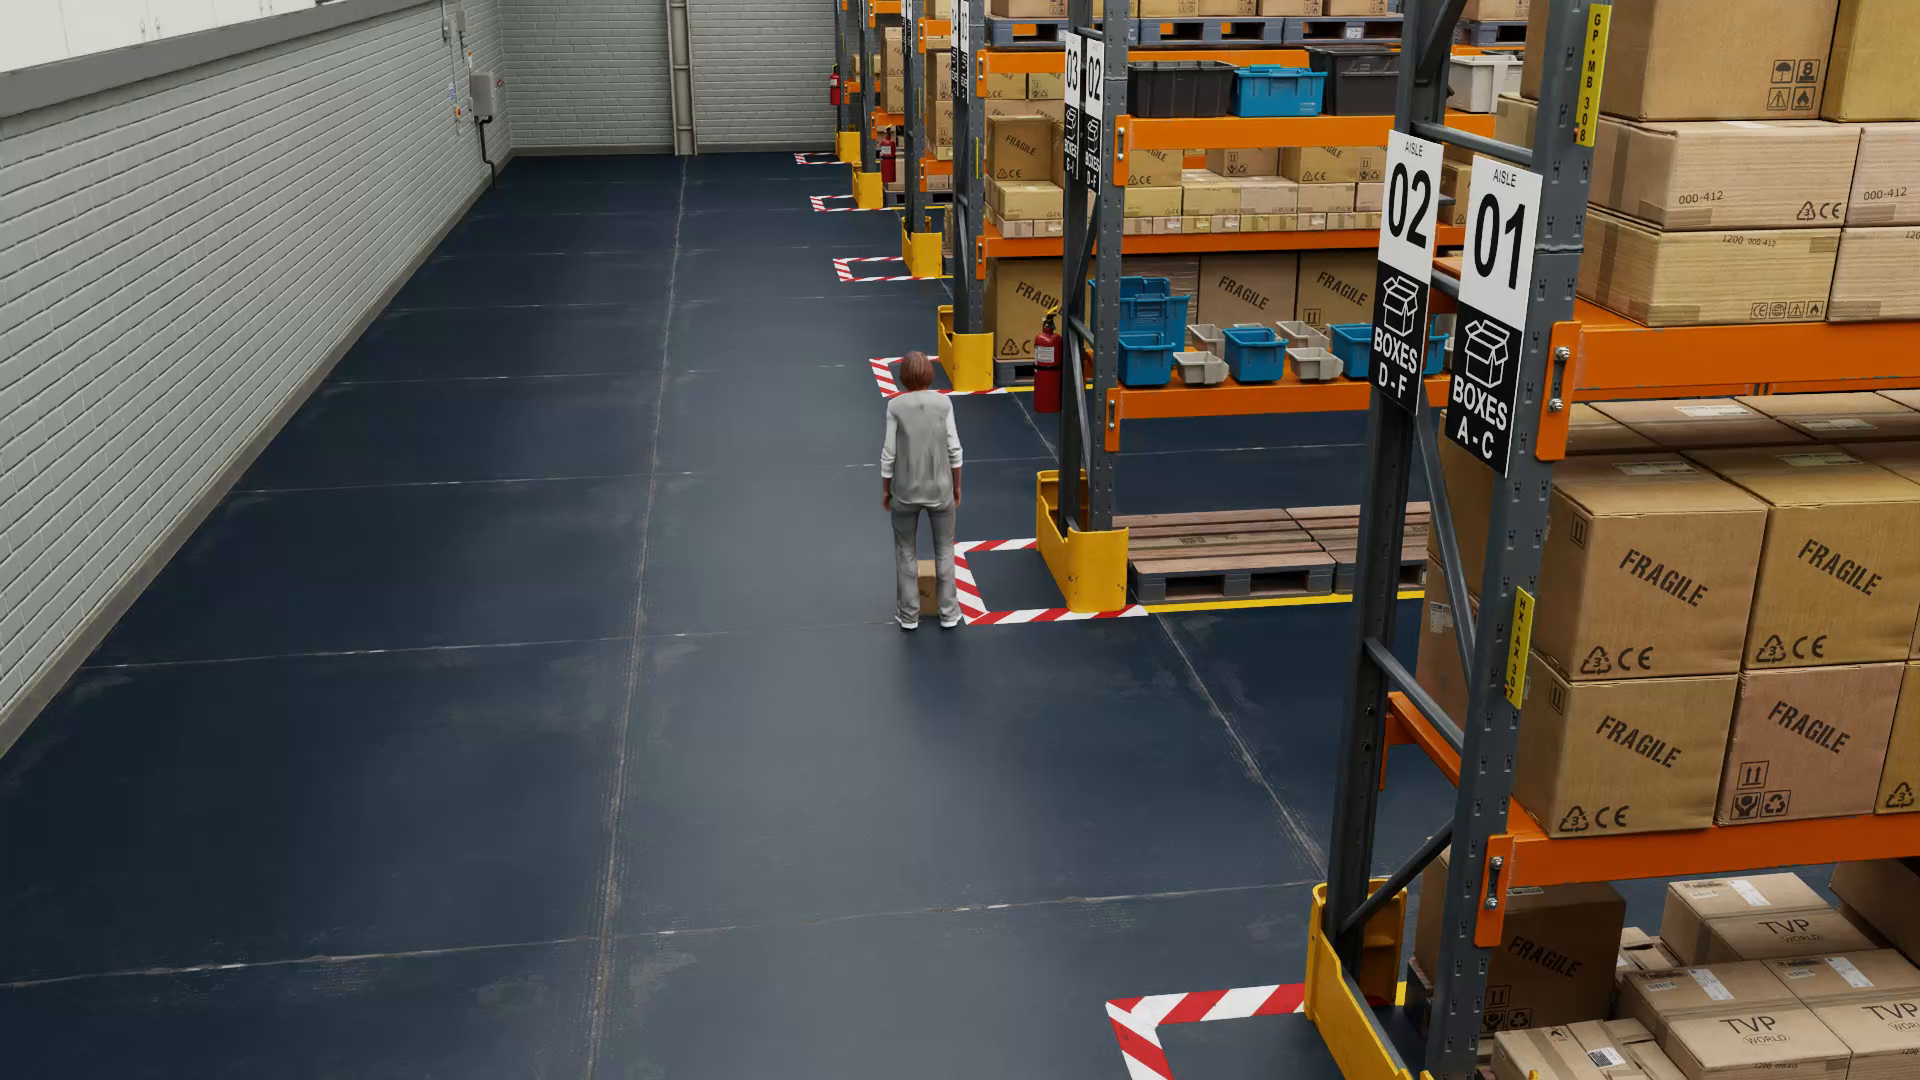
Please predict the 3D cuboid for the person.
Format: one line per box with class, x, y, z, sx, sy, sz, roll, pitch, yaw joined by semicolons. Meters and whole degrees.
person;-0.209;-0.275;9.335;0.461;1.592;0.280;-2;20;-6
